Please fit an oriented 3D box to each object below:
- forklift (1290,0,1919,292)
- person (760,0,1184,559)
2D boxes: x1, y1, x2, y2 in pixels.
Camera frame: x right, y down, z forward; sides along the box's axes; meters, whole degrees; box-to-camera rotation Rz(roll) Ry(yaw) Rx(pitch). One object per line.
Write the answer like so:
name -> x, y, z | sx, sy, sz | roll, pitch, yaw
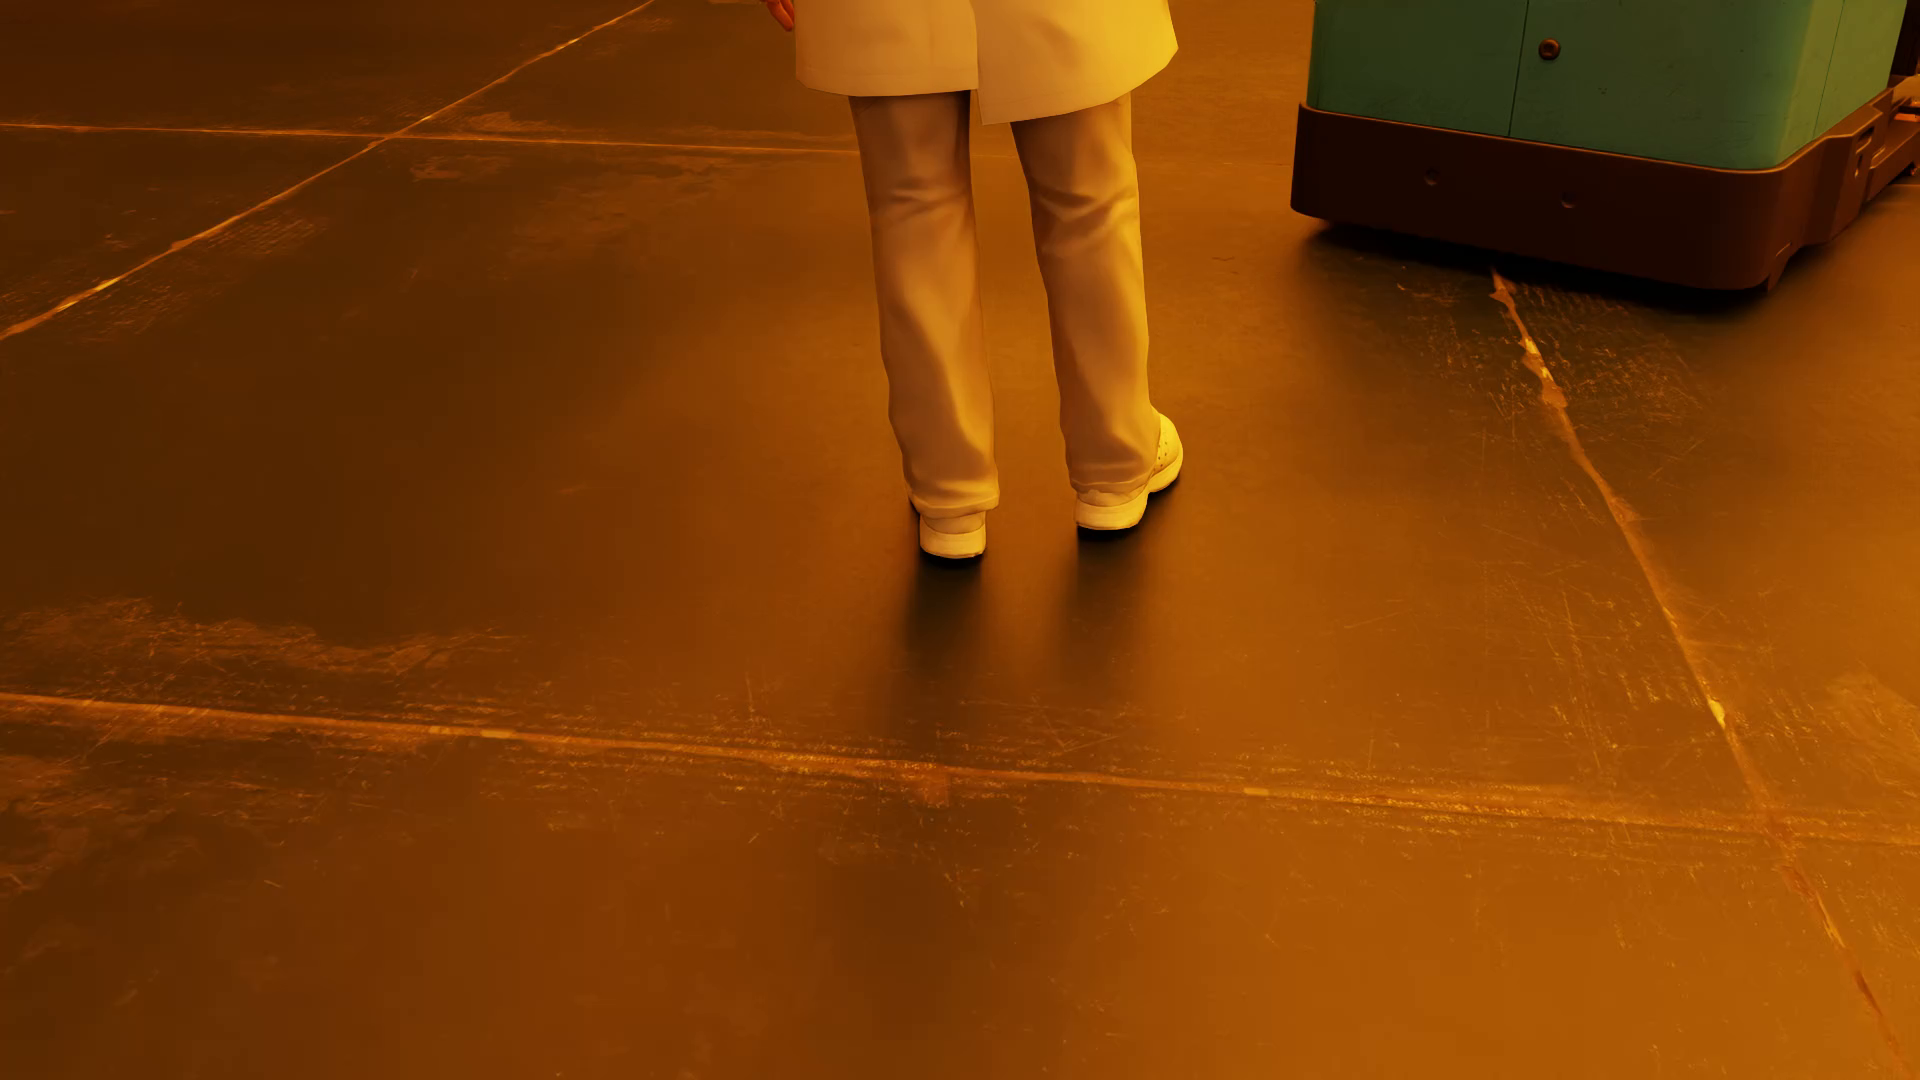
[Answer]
forklift -> 2.079, -2.406, 4.040 | 1.130, 2.935, 3.031 | 19, 32, 33
person -> 0.017, -0.842, 2.179 | 0.696, 1.776, 0.581 | 3, 27, 7
